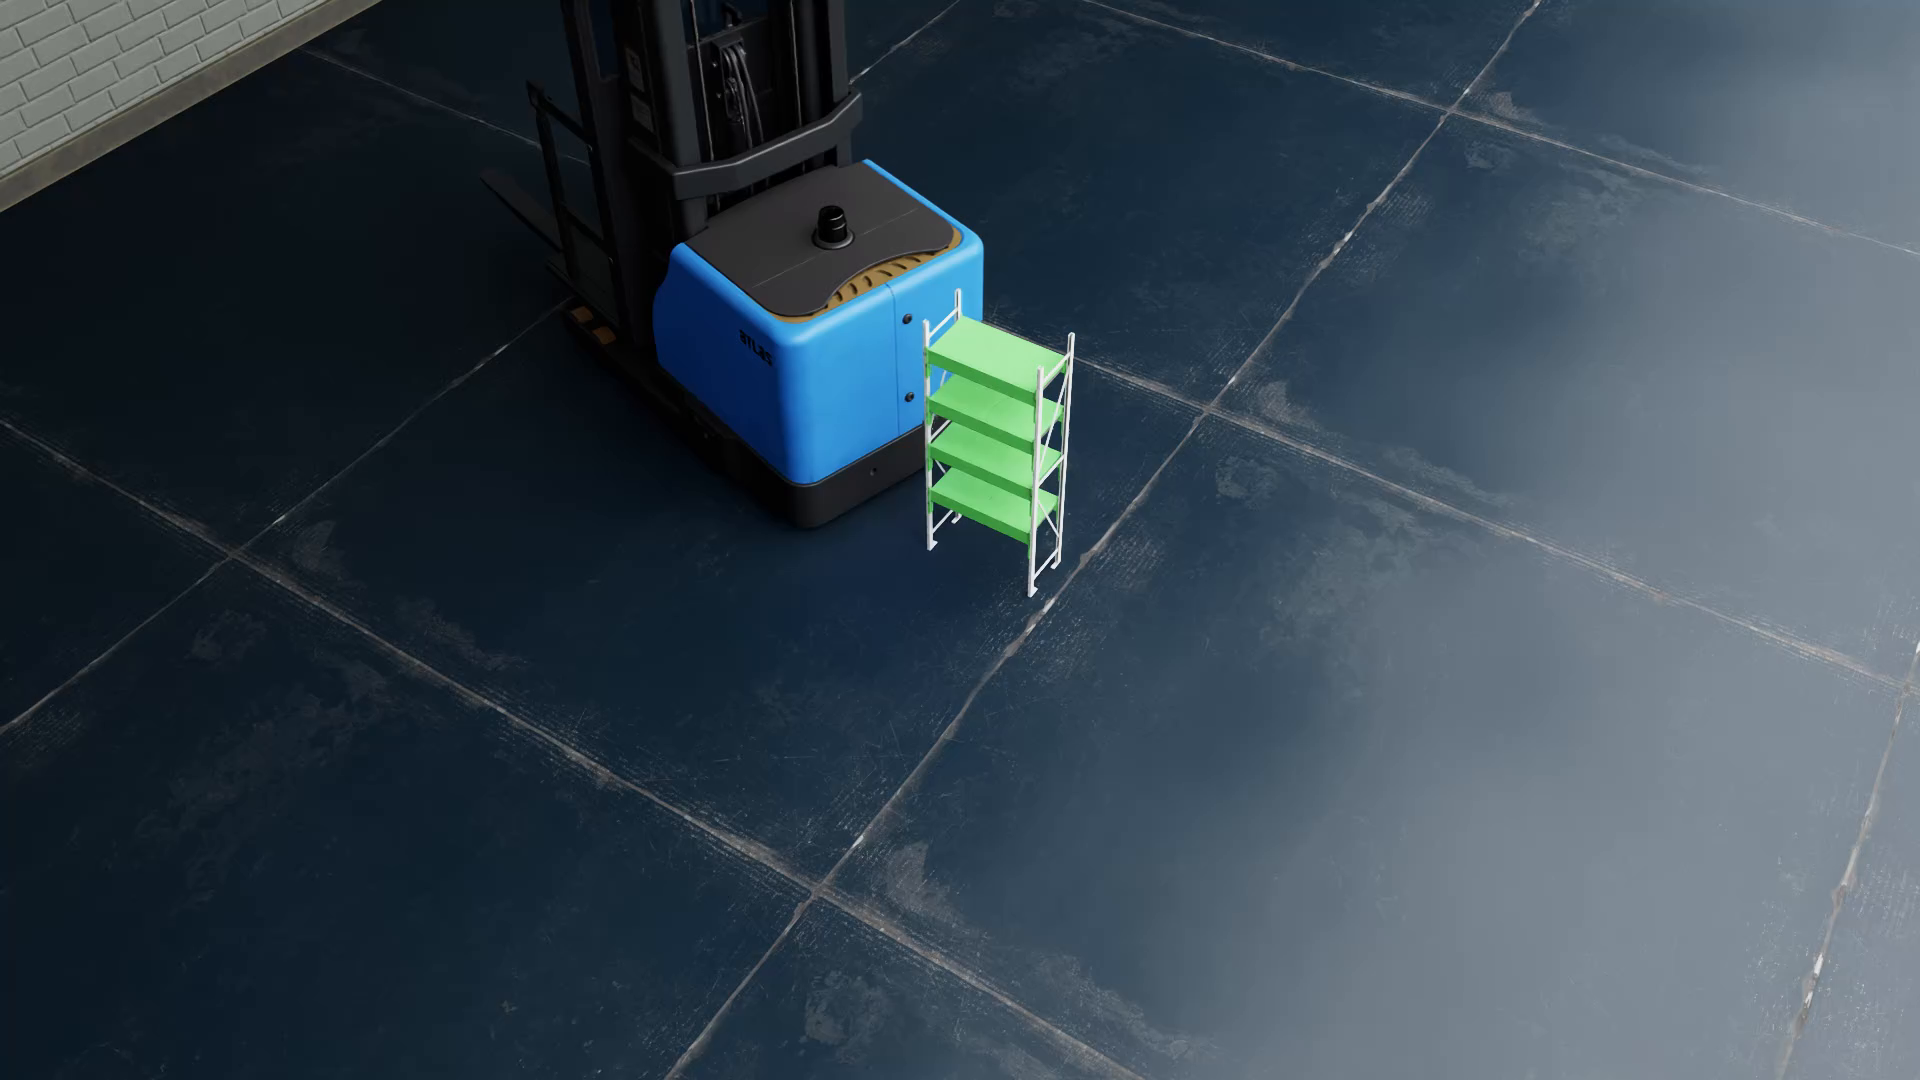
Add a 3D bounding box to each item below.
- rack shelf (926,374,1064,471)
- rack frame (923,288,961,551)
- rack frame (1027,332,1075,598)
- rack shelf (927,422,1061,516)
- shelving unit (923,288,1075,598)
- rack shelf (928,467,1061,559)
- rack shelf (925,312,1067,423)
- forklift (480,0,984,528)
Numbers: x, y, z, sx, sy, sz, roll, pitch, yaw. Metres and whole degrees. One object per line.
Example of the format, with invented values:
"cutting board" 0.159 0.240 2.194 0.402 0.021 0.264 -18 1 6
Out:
"rack shelf" 0.139 -0.477 6.353 0.480 0.148 0.258 25 51 22
"rack frame" -0.066 -0.449 6.571 0.015 1.200 0.240 25 51 22
"rack frame" 0.345 -0.260 6.387 0.015 1.200 0.240 25 51 22
"rack shelf" 0.139 -0.310 6.525 0.480 0.148 0.258 25 51 22
"shelving unit" 0.139 -0.354 6.479 0.503 1.200 0.258 25 51 22
"rack shelf" 0.139 -0.142 6.697 0.480 0.148 0.258 25 51 22
"rack shelf" 0.139 -0.644 6.181 0.480 0.148 0.258 25 51 22
"forklift" -1.222 -2.062 6.932 1.130 2.935 3.031 -31 53 -27
